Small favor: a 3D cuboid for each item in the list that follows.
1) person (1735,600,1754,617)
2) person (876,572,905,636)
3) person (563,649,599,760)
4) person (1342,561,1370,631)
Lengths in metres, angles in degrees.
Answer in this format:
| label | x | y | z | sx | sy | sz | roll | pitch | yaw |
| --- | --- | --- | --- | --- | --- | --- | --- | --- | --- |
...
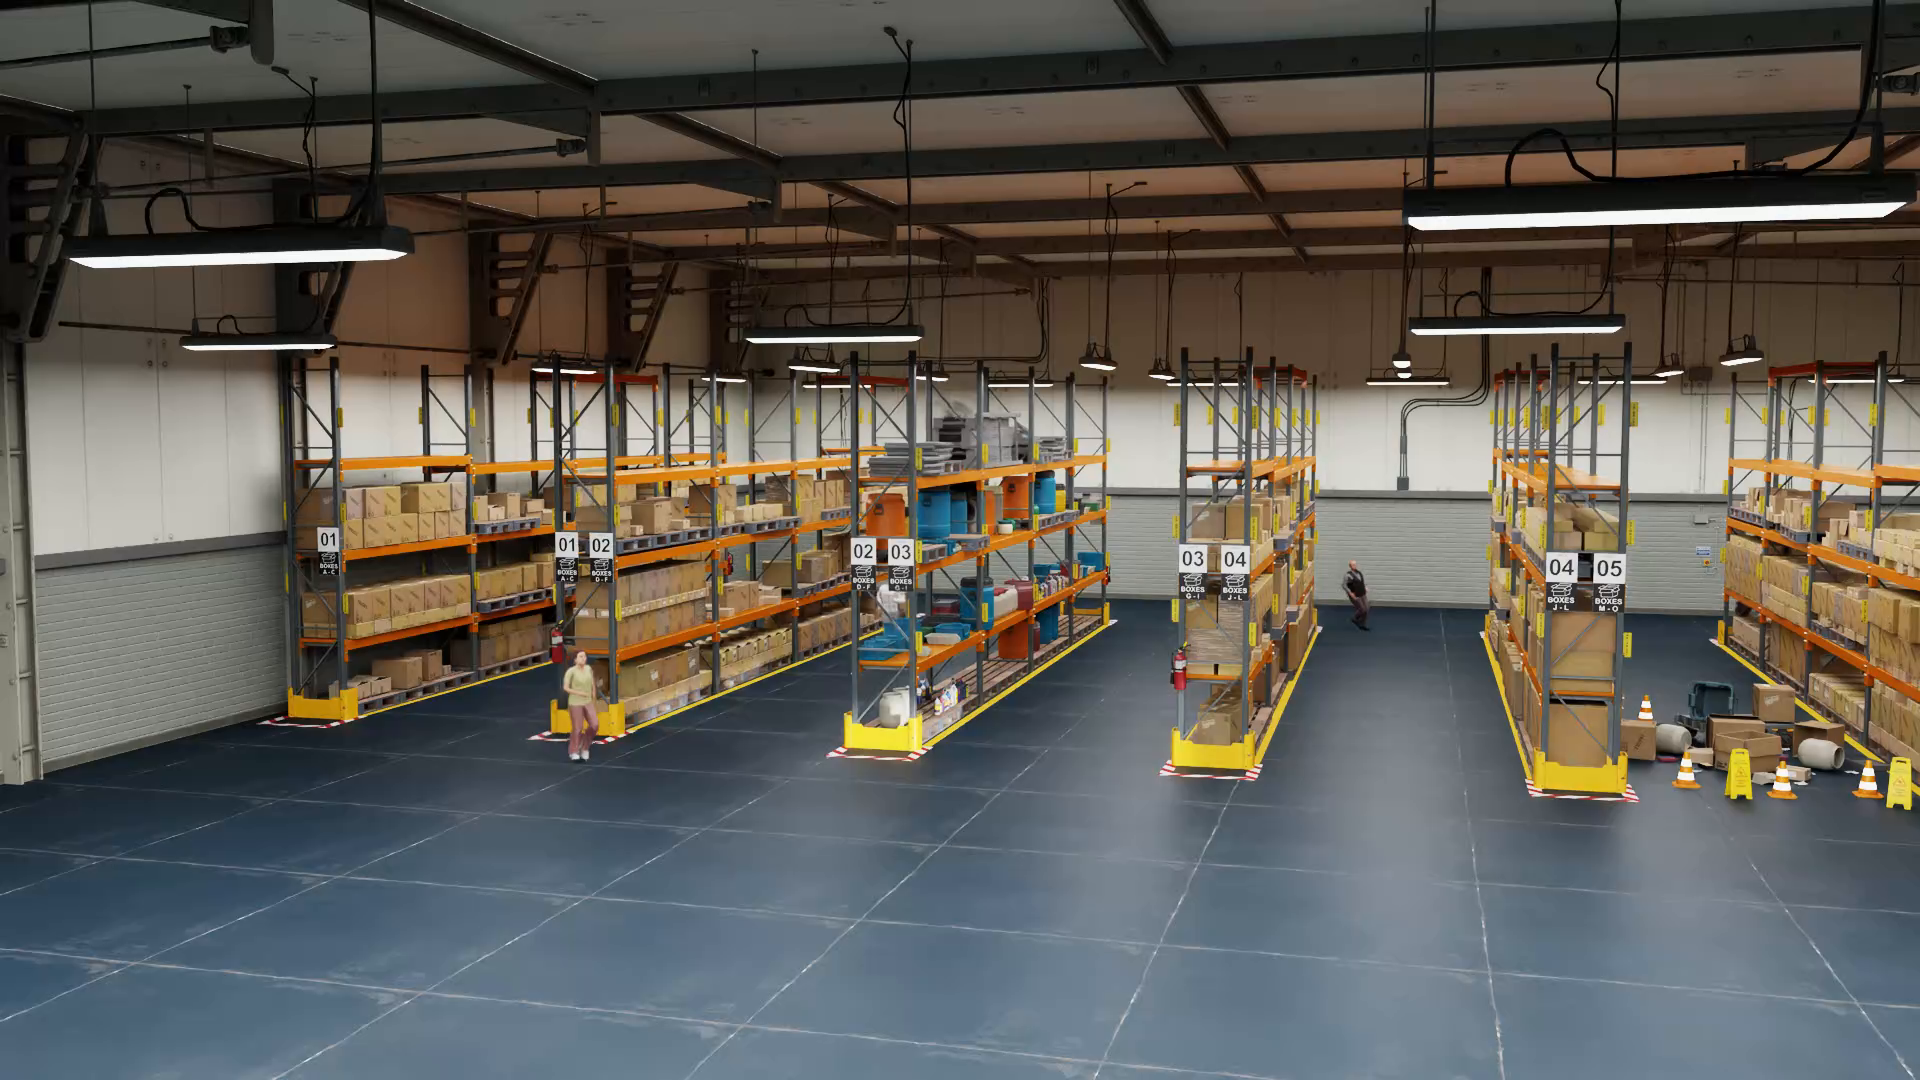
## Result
| label | x | y | z | sx | sy | sz | roll | pitch | yaw |
| --- | --- | --- | --- | --- | --- | --- | --- | --- | --- |
| person | 17.905 | 1.357 | 37.857 | 0.903 | 1.730 | 0.762 | 4 | 6 | 42 |
| person | -1.360 | 1.469 | 32.585 | 0.587 | 1.761 | 0.755 | 0 | 4 | 1 |
| person | -5.489 | 2.402 | 24.198 | 0.606 | 1.657 | 0.621 | -4 | 6 | -43 |
| person | 9.345 | 1.312 | 39.112 | 0.692 | 1.647 | 0.508 | -2 | 5 | -28 |
